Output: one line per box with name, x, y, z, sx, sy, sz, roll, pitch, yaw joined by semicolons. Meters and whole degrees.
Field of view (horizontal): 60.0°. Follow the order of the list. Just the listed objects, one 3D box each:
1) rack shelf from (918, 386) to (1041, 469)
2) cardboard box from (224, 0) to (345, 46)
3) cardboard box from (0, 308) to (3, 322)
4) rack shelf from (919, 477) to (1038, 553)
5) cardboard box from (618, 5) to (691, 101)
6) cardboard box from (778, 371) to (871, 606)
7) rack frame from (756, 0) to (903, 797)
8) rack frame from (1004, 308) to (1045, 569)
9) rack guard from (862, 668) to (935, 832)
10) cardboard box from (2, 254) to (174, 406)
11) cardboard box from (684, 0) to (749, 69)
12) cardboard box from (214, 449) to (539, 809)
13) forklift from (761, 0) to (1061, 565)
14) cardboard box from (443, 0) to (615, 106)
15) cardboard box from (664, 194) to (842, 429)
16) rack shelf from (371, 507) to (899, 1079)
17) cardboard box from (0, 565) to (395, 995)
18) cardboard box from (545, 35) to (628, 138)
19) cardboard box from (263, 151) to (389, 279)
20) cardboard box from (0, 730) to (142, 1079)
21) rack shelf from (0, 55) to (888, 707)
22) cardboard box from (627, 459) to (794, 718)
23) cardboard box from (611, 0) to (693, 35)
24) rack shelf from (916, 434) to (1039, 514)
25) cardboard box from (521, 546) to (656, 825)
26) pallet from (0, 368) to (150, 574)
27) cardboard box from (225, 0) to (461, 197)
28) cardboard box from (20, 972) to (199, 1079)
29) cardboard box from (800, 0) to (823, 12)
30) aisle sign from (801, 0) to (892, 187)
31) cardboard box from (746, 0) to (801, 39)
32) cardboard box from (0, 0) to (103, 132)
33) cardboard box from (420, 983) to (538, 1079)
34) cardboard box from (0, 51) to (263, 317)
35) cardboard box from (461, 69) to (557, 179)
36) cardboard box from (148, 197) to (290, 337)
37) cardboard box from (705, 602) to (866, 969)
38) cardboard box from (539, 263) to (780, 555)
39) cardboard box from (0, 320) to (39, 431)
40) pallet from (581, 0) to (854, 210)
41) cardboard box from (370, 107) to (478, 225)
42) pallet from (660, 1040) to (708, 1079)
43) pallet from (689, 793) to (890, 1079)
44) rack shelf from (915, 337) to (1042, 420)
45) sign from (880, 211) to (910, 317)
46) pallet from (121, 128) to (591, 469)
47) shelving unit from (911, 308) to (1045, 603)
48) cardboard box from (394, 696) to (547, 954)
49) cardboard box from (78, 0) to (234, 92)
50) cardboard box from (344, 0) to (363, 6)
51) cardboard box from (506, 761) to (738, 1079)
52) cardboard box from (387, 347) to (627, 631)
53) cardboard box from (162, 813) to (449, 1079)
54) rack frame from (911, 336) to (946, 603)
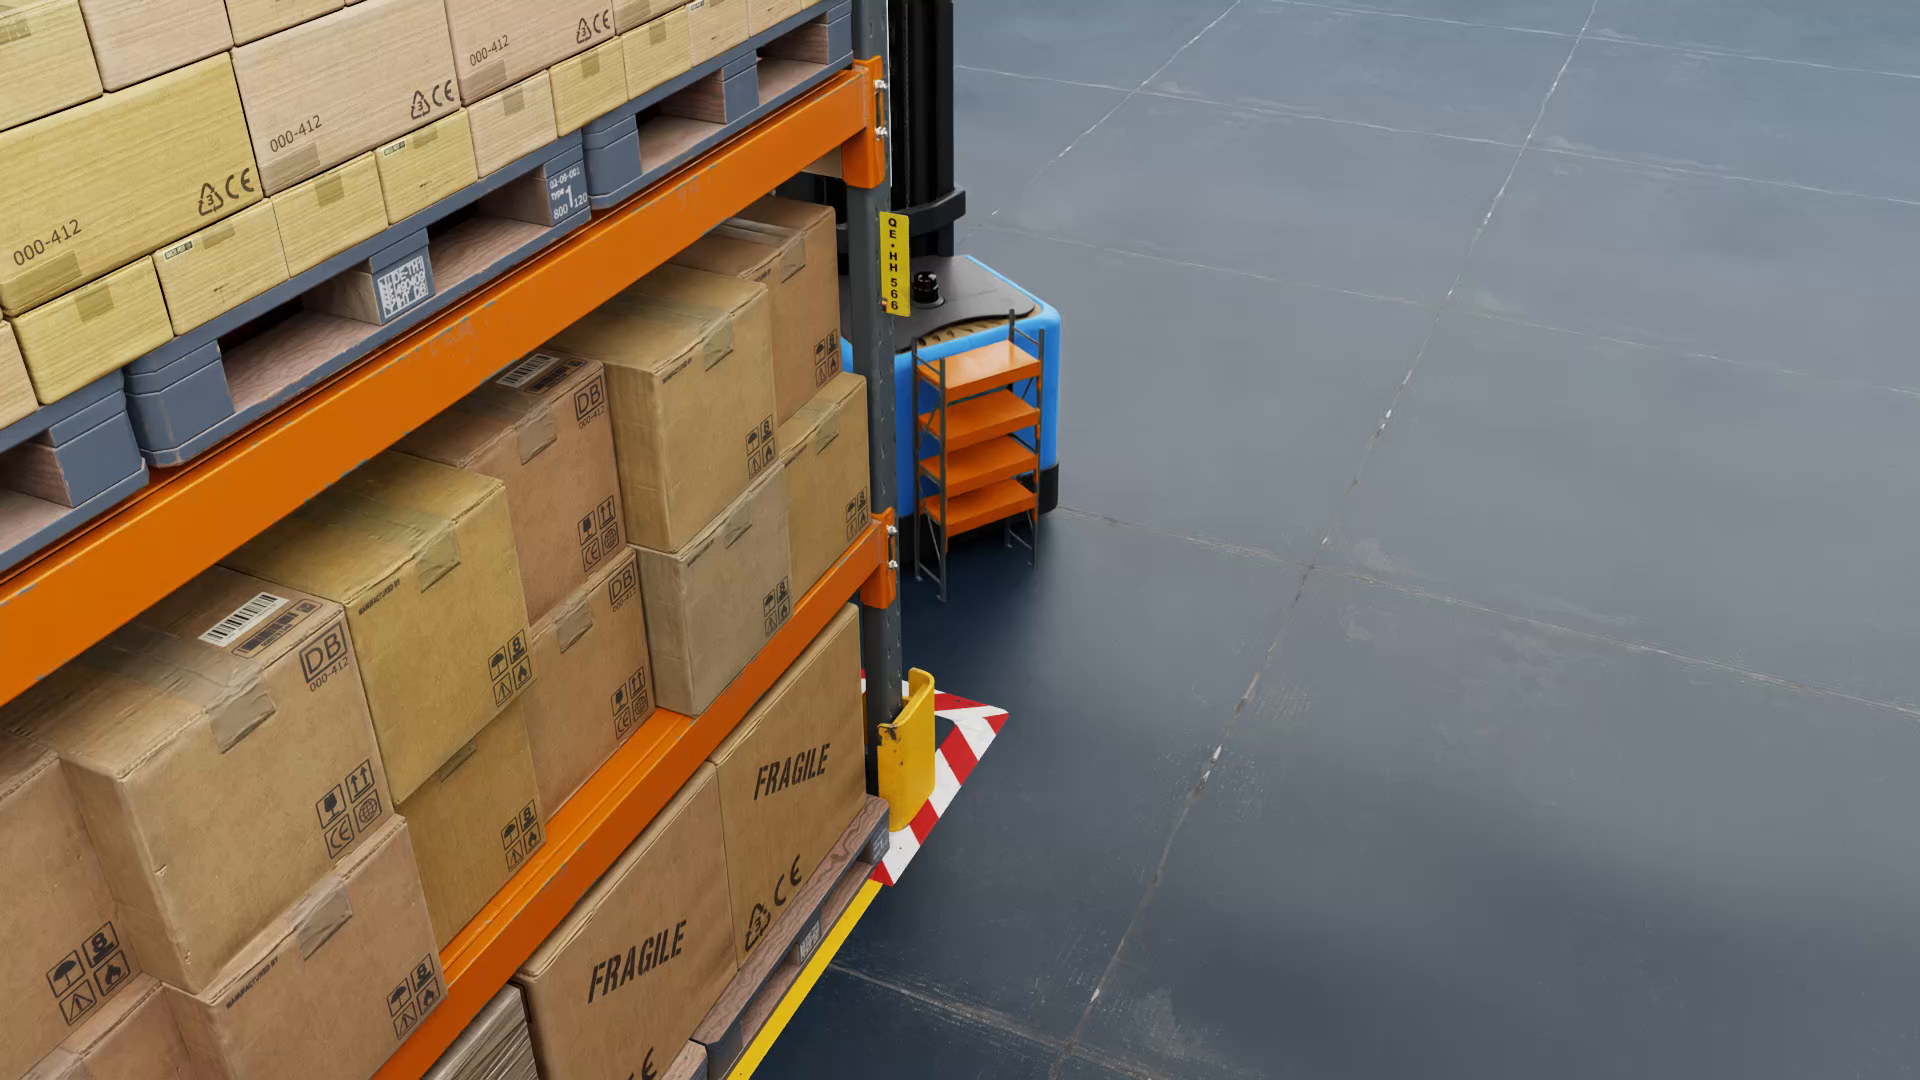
rack shelf;0.074;-0.485;7.109;0.480;0.148;0.258;-19;38;-27
cardboard box;-1.262;-0.946;2.749;0.380;0.149;0.250;14;36;20
cardboard box;-1.691;-0.349;2.203;0.500;0.250;0.500;14;36;20
rack shelf;0.073;-0.133;7.341;0.480;0.148;0.258;-19;38;-27
cardboard box;-0.836;-1.121;3.744;0.380;0.149;0.250;15;36;21
cardboard box;-0.800;-0.244;5.250;0.875;0.550;0.550;14;36;20
rack frame;-0.686;-0.377;5.589;1.000;3.000;0.127;14;36;20
rack frame;0.279;-0.427;7.306;0.015;1.200;0.240;-19;38;-27
rack guard;-0.676;0.657;6.293;1.175;0.500;0.348;14;36;20
cardboard box;-1.474;-0.362;2.586;0.380;0.149;0.250;14;36;20
cardboard box;-0.730;-1.247;3.935;0.380;0.149;0.250;15;36;21
cardboard box;-1.484;0.122;3.708;0.875;0.550;0.500;14;36;20
forklift;-0.756;-1.870;7.929;1.130;2.935;3.031;-19;38;-27
cardboard box;-1.057;-1.104;3.353;0.500;0.250;0.500;14;36;20
cardboard box;-0.876;-0.715;4.984;0.875;0.550;0.550;14;36;20
rack shelf;-1.522;0.920;4.267;1.077;0.370;4.000;14;36;20
cardboard box;-1.698;0.387;3.302;0.875;0.550;0.550;14;36;20
cardboard box;-0.943;-0.993;3.548;0.380;0.149;0.250;14;36;20
cardboard box;-1.262;-0.612;2.968;0.380;0.149;0.250;15;36;21
cardboard box;-2.049;0.625;2.940;0.875;0.550;0.550;14;36;20
rack shelf;-1.522;-0.334;3.445;1.077;0.370;4.000;14;36;20
cardboard box;-1.010;0.035;4.825;0.875;0.550;0.550;14;36;20
cardboard box;-0.847;-1.353;3.734;0.500;0.250;0.500;14;36;21
rack shelf;0.074;-0.298;7.232;0.480;0.148;0.258;-19;38;-27
cardboard box;-1.358;0.285;4.443;0.875;0.550;0.550;14;36;20
pallet;-2.007;-0.007;2.370;1.003;0.211;1.213;14;36;20
cardboard box;-1.269;-0.853;2.971;0.500;0.250;0.500;15;36;21
cardboard box;-2.006;1.087;3.220;0.875;0.550;0.550;14;36;20
cardboard box;-0.517;-1.500;4.322;0.380;0.149;0.250;14;36;20
aisle sign;-0.383;-1.430;4.825;0.394;0.787;0.004;14;36;20
cardboard box;-0.623;-1.375;4.131;0.380;0.149;0.250;14;36;21
cardboard box;-1.473;-0.696;2.369;0.380;0.149;0.250;15;36;21
cardboard box;-1.659;1.581;4.158;0.875;0.875;0.875;14;36;21
cardboard box;-1.480;-0.600;2.586;0.500;0.250;0.500;14;36;20
cardboard box;-1.049;-0.867;3.357;0.380;0.149;0.250;14;36;21
cardboard box;-1.367;-0.489;2.780;0.380;0.149;0.250;14;36;21
cardboard box;-0.909;0.689;5.518;0.875;0.875;0.875;14;36;21
cardboard box;-1.022;-0.420;4.533;0.875;0.550;0.550;14;36;20
cardboard box;-1.581;-0.233;2.389;0.380;0.149;0.250;14;36;20
pallet;-0.986;-1.222;4.224;1.003;0.211;1.213;14;36;20
cardboard box;-1.155;-0.741;3.163;0.380;0.149;0.250;15;36;21
pallet;-1.461;1.811;4.796;1.003;0.211;1.213;14;36;20
pallet;-0.949;1.206;5.719;1.003;0.211;1.213;14;36;20
rack shelf;0.075;-0.683;6.979;0.480;0.148;0.258;-19;38;-27
sign;-0.199;-0.829;5.006;0.100;0.325;0.005;14;36;20
pallet;-1.496;-0.612;3.294;1.003;0.211;1.213;14;36;20
shelving unit;0.074;-0.355;7.195;0.503;1.200;0.258;-19;38;-27
cardboard box;-1.542;0.558;4.026;0.875;0.550;0.500;14;36;20
cardboard box;-1.367;-0.822;2.561;0.380;0.149;0.250;14;36;20
cardboard box;-1.156;-1.072;2.941;0.380;0.149;0.250;14;36;21
cardboard box;-1.276;1.128;4.849;0.875;0.875;0.875;14;36;20
cardboard box;-1.380;-0.172;4.156;0.875;0.550;0.550;14;36;20
cardboard box;-1.673;0.845;3.589;0.875;0.550;0.550;14;36;20
rack frame;-0.131;-0.282;7.084;0.015;1.200;0.240;-19;38;-27
